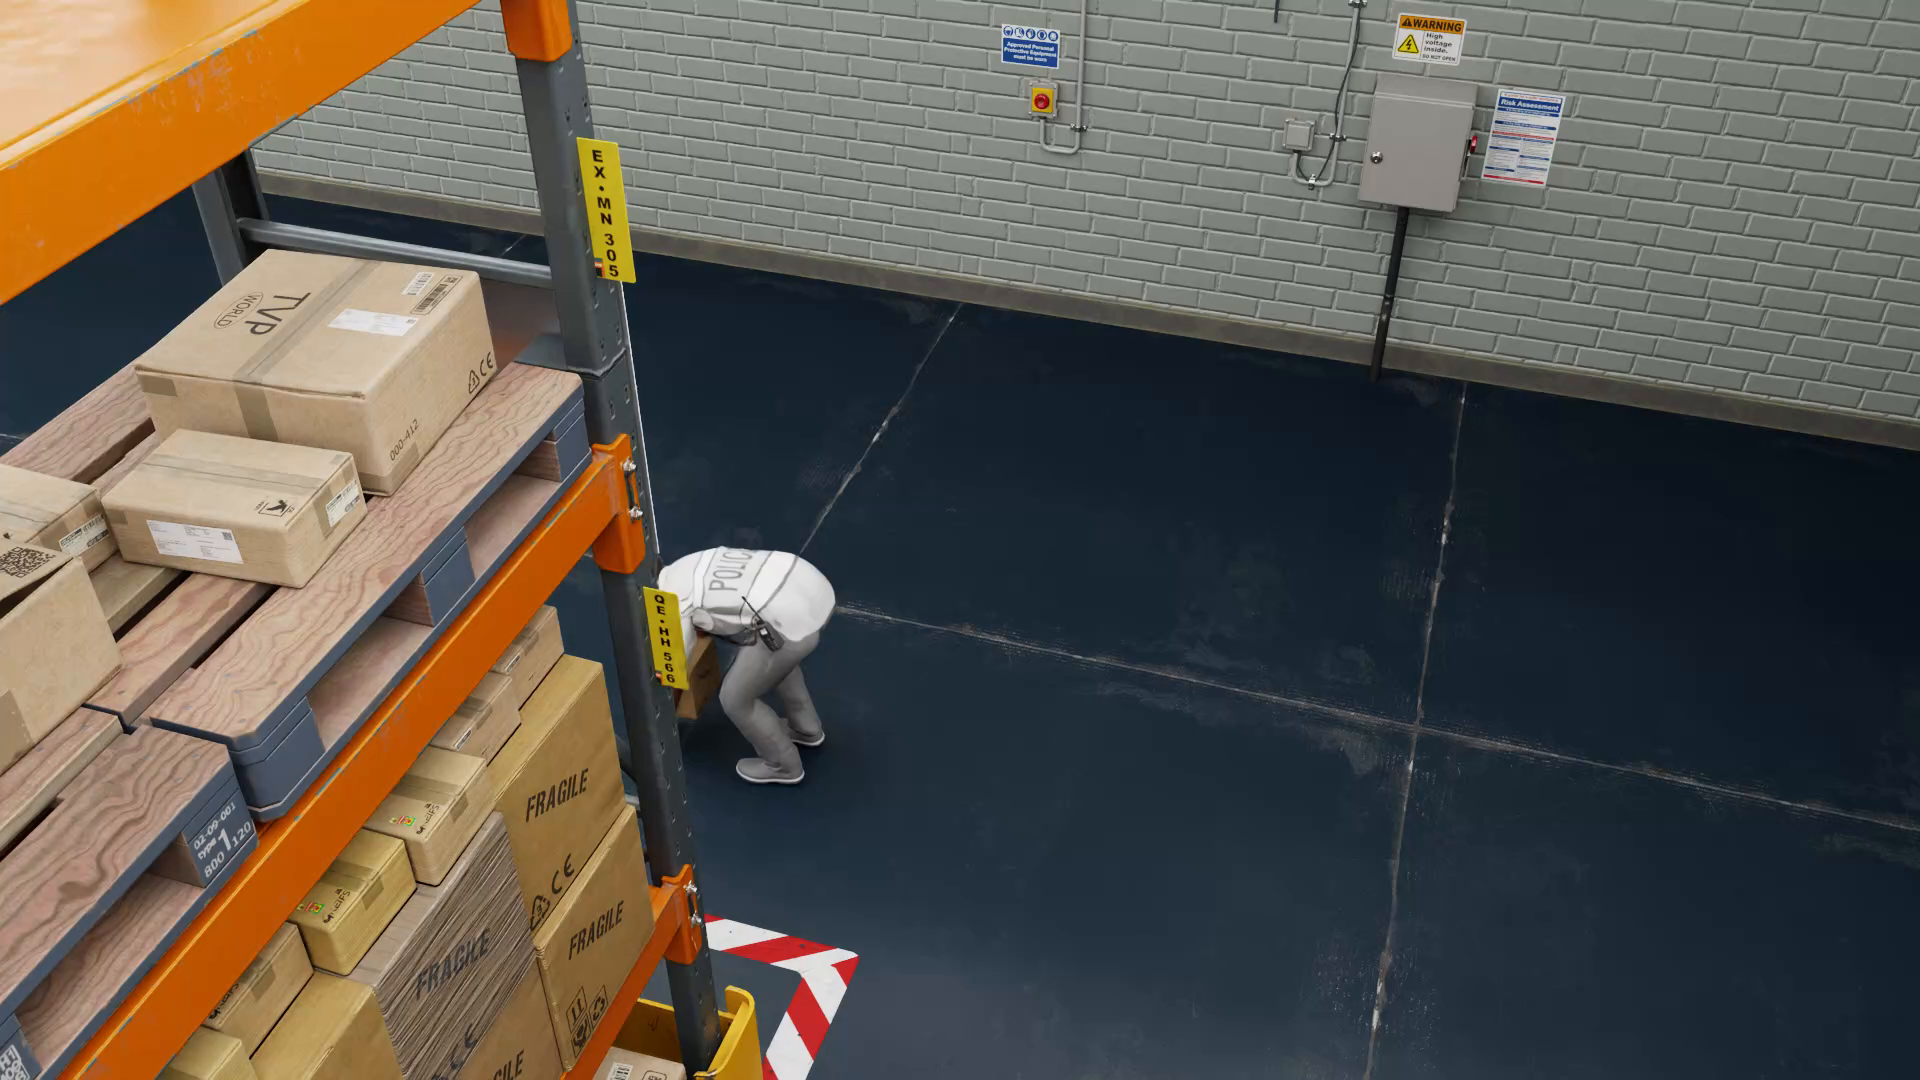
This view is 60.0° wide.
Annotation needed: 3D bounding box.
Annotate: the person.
[{"bbox_3d":[-0.961,0.478,6.794,0.938,1.022,0.436,9,38,12],"label":"person"}]
